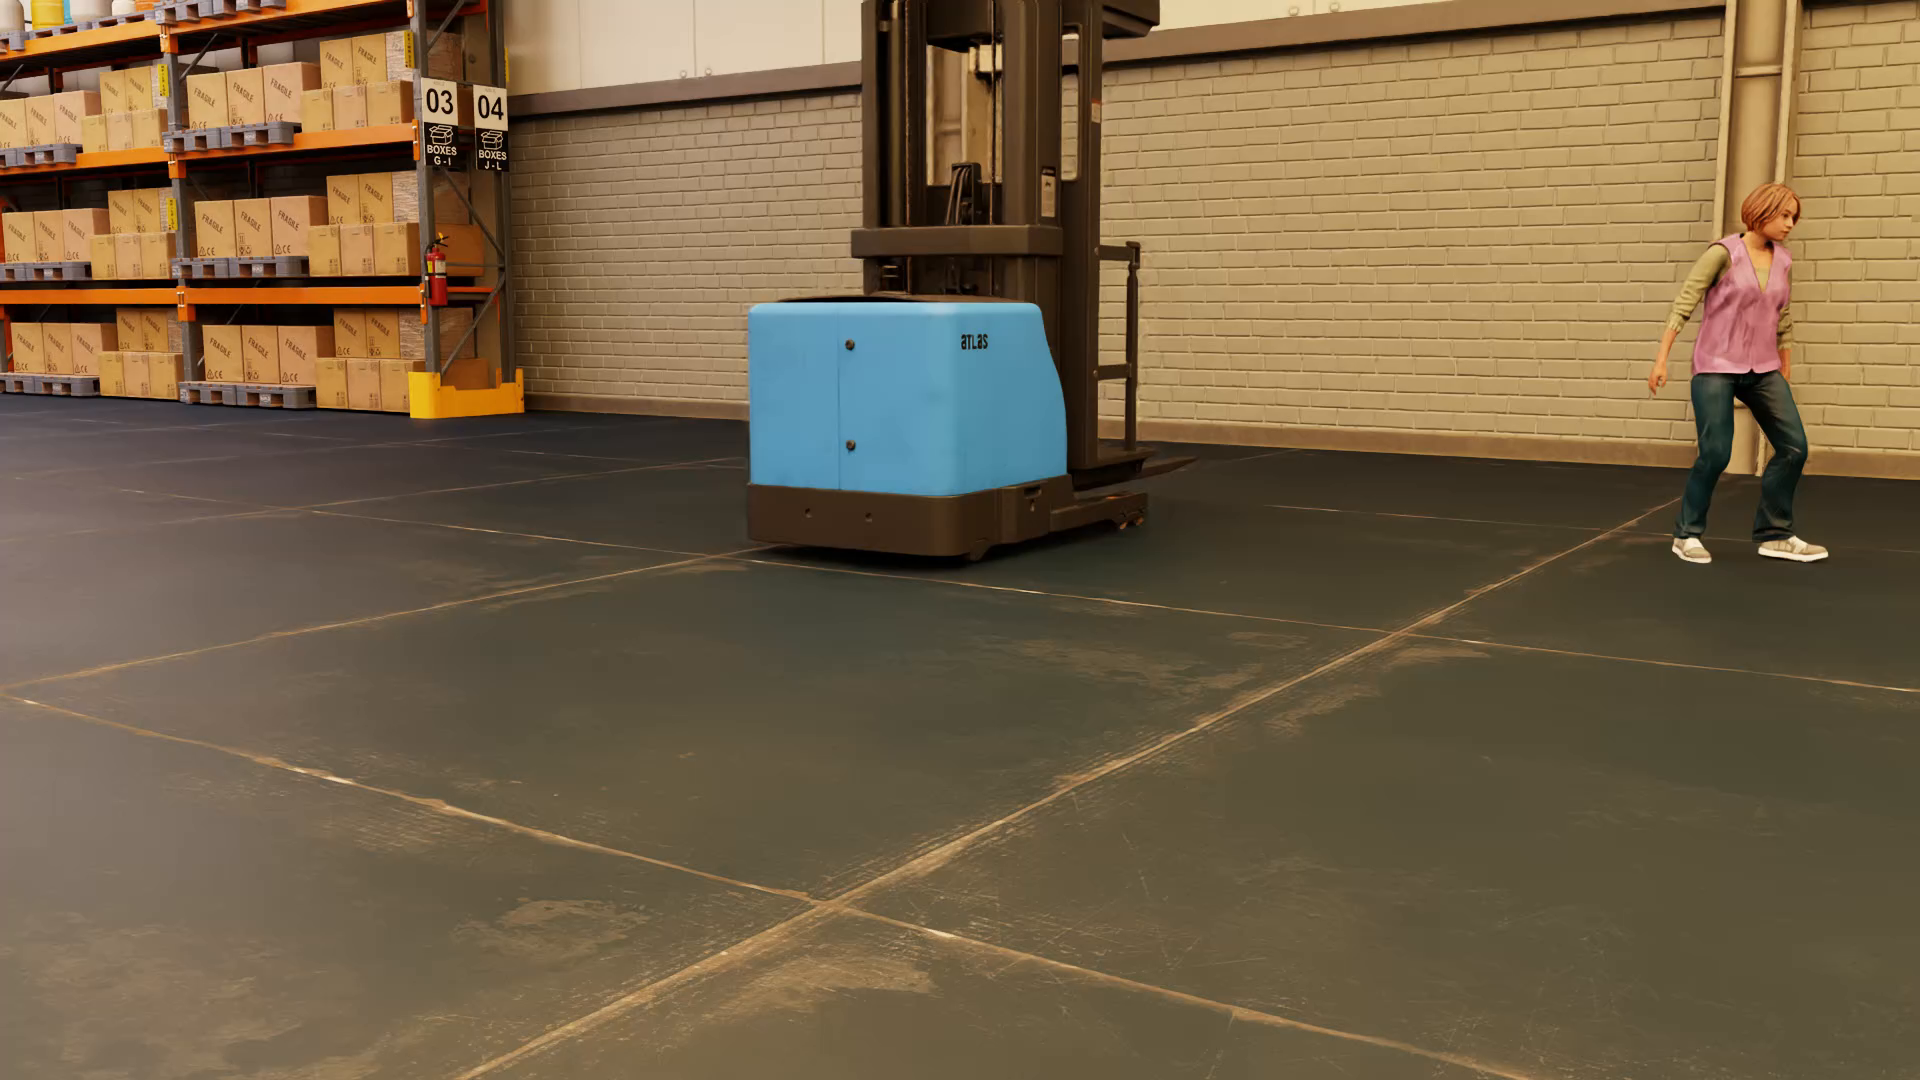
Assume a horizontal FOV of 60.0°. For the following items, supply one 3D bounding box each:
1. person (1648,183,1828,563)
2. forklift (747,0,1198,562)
[{"bbox_3d":[3.247,-0.677,6.920,0.730,1.563,0.399,-1,8,-6],"label":"person"},{"bbox_3d":[0.268,-1.529,7.946,1.130,2.935,3.031,5,9,30],"label":"forklift"}]
